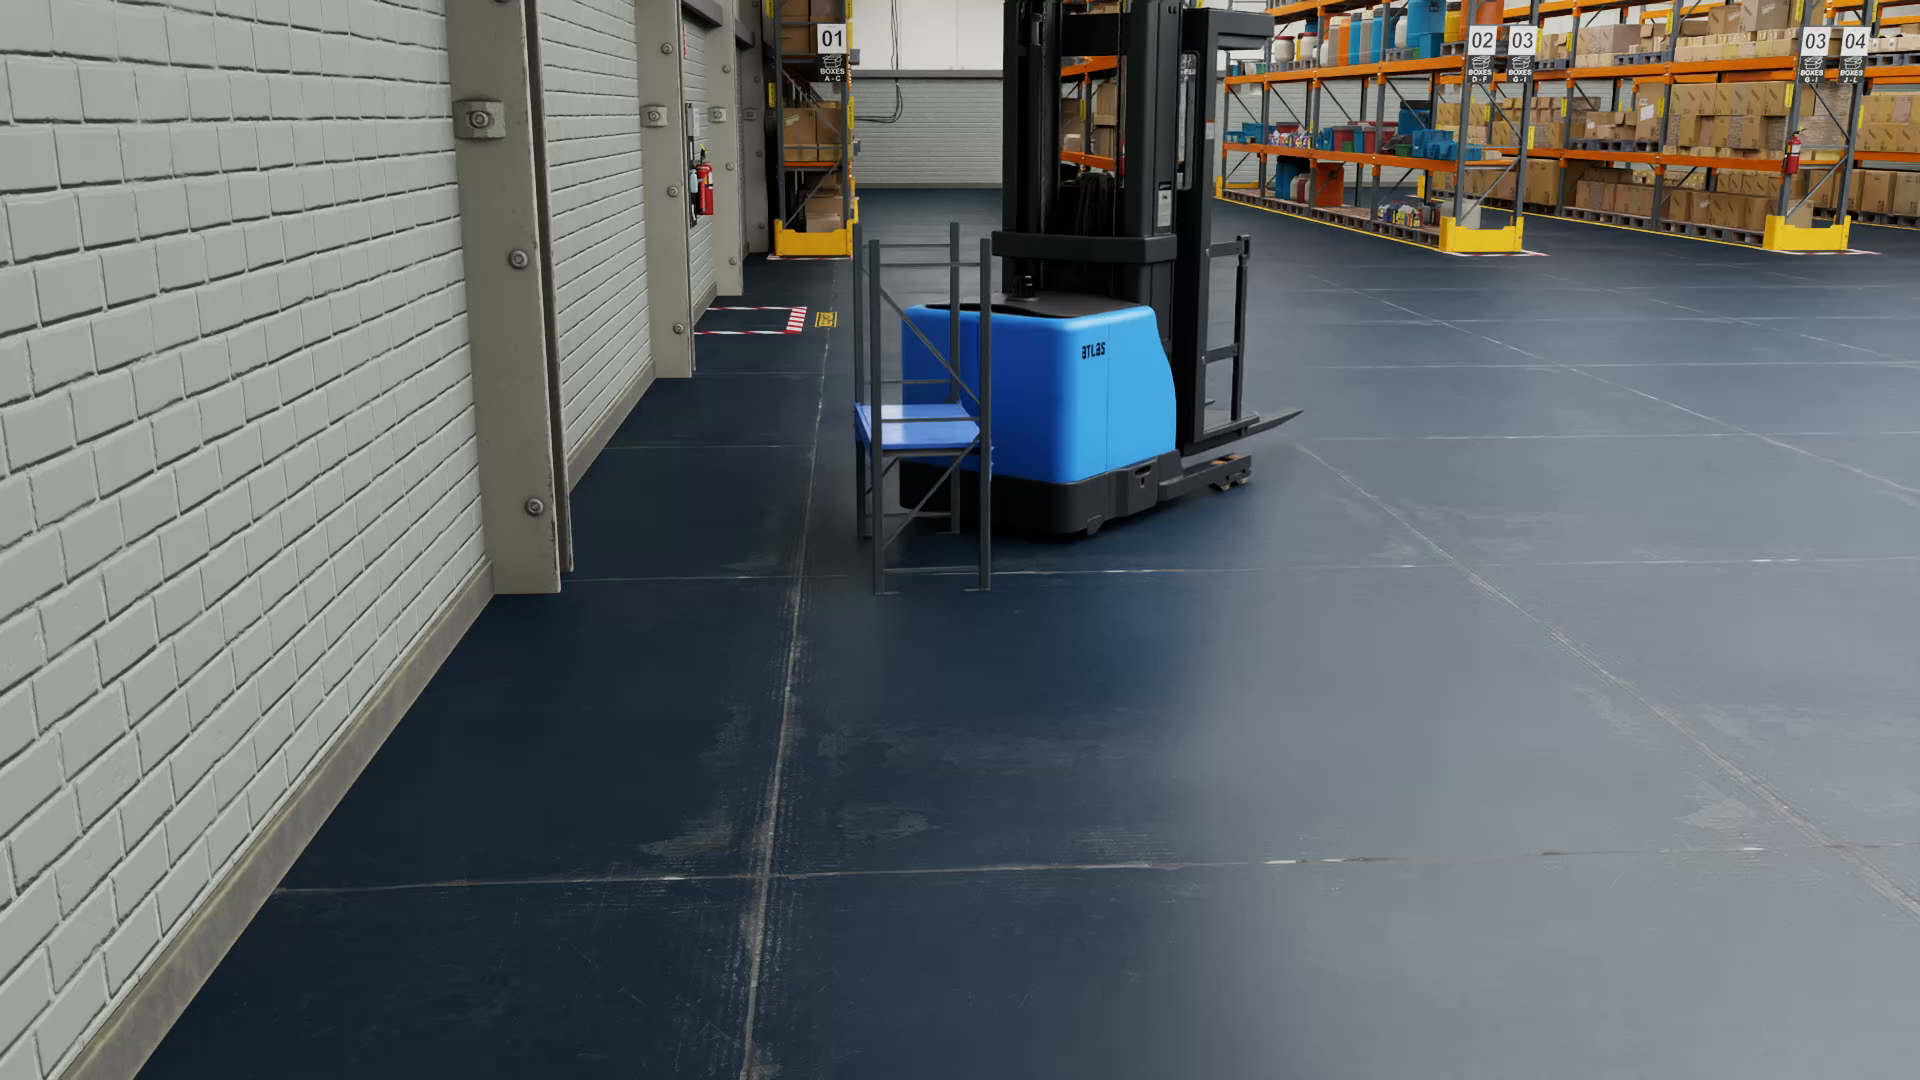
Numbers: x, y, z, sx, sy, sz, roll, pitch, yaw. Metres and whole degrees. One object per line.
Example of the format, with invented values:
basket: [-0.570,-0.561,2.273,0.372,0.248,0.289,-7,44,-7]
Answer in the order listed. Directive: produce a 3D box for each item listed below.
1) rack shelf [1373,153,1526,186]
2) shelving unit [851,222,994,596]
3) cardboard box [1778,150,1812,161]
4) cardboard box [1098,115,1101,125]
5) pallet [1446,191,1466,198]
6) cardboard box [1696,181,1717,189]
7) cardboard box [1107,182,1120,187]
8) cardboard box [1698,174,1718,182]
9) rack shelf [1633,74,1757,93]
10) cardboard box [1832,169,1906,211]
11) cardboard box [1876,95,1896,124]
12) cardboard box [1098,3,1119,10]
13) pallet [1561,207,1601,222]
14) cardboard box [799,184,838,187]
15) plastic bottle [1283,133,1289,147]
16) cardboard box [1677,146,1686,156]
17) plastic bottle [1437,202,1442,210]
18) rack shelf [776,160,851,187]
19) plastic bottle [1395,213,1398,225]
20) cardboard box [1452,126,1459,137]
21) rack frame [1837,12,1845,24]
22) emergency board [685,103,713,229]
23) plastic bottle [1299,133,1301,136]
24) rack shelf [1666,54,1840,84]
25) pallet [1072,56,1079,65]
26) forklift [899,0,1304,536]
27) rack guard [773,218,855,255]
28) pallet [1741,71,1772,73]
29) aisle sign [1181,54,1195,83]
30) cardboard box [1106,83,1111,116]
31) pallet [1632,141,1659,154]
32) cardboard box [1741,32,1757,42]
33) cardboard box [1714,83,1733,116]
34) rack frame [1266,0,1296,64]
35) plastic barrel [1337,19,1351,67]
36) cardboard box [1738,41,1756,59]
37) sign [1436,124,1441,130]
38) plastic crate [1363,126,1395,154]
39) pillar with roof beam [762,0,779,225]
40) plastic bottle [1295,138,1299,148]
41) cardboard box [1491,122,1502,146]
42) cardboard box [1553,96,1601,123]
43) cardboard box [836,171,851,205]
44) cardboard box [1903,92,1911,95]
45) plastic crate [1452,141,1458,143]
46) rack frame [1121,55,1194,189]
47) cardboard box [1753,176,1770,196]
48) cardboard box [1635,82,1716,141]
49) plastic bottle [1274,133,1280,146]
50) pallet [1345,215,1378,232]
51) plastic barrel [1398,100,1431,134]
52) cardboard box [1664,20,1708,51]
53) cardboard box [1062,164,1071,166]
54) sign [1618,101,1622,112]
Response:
rack shelf: [7.665,-5.890,26.343,1.077,0.370,4.000,-1,14,-3]
shelving unit: [-0.186,-0.624,7.441,0.538,1.500,1.048,-2,15,-7]
cardboard box: [12.509,-5.764,24.912,0.380,0.149,0.250,-1,14,-3]
cardboard box: [2.454,-6.827,27.036,0.380,0.149,0.250,-1,14,-5]
pallet: [11.941,-7.946,38.486,1.003,0.211,1.213,-1,14,-3]
cardboard box: [16.609,-7.894,36.968,0.380,0.149,0.250,-1,14,-2]
cardboard box: [2.438,-5.278,25.690,0.500,0.500,0.500,-1,14,-3]
cardboard box: [16.664,-8.049,36.974,0.380,0.149,0.250,0,14,-2]
rack shelf: [16.822,-10.455,38.066,1.077,0.370,4.000,-1,14,-3]
cardboard box: [17.199,-6.602,31.339,1.050,0.750,0.750,-1,14,-3]
cardboard box: [17.310,-7.899,30.500,0.700,0.500,0.500,-1,14,-4]
cardboard box: [2.598,-8.761,27.991,0.500,0.500,0.500,-1,14,-3]
pallet: [12.284,-6.262,31.942,1.003,0.211,1.213,-1,14,-3]
cardboard box: [-2.582,-6.272,30.518,0.700,0.500,0.500,-1,14,-4]
plastic bottle: [6.766,-8.257,34.345,0.152,0.276,0.135,-1,14,-3]
cardboard box: [12.244,-6.509,27.807,0.380,0.149,0.250,-1,14,-3]
plastic bottle: [7.901,-5.382,27.359,0.144,0.351,0.185,-1,14,-4]
rack shelf: [-2.223,-5.737,25.749,1.077,0.370,4.000,-1,14,-3]
plastic bottle: [7.183,-5.269,27.218,0.097,0.201,0.097,0,14,0]
cardboard box: [11.606,-9.361,38.092,0.500,0.250,0.500,-1,14,-5]
rack frame: [21.632,-12.855,39.930,1.000,3.000,0.127,-1,14,-3]
emergency board: [-2.519,-3.642,16.160,0.194,1.169,0.643,-1,14,-3]
plastic bottle: [6.904,-8.101,33.725,0.061,0.283,0.133,-1,14,-3]
rack shelf: [12.609,-7.419,26.267,1.077,0.370,4.000,-1,14,-3]
pallet: [2.553,-8.571,29.678,1.003,0.211,1.213,0,14,-1]
forklift: [0.965,-1.752,8.954,1.130,2.935,3.031,10,18,35]
rack guard: [-2.104,-4.397,24.111,1.175,0.500,0.348,-1,14,-3]
pallet: [16.945,-9.802,34.461,1.213,0.211,1.003,-1,14,-3]
aisle sign: [3.155,-6.913,23.658,0.394,0.787,0.004,-1,14,-3]
cardboard box: [2.694,-6.977,26.318,0.700,0.500,0.500,-1,14,-3]
pallet: [12.583,-6.912,29.255,1.003,0.211,1.213,-1,14,-3]
cardboard box: [12.331,-7.779,25.720,0.380,0.149,0.250,-2,15,-6]
cardboard box: [12.364,-7.000,26.410,0.500,0.500,0.500,-1,14,-3]
rack frame: [7.046,-11.631,35.172,1.000,3.000,0.127,-1,14,-3]
plastic barrel: [7.168,-9.021,30.187,0.600,0.830,0.708,-1,14,-3]
cardboard box: [12.392,-7.565,25.691,0.500,0.250,0.500,-1,14,-2]
sign: [8.091,-6.876,28.175,0.100,0.325,0.005,-1,14,-3]
plastic crate: [7.206,-6.883,28.628,0.402,0.464,0.583,-1,14,-3]
pillar with roof beam: [0.919,-10.213,29.661,9.100,9.000,0.400,-1,14,-3]
plastic bottle: [6.797,-7.984,33.438,0.097,0.201,0.097,0,14,0]
cardboard box: [11.768,-8.732,35.745,0.500,0.500,0.500,-1,14,-3]
cardboard box: [12.208,-8.524,32.920,0.797,0.503,0.637,0,14,-2]
cardboard box: [-2.509,-6.925,32.393,0.750,0.750,0.750,-1,14,-4]
cardboard box: [21.596,-10.066,37.619,0.380,0.149,0.250,-1,14,-4]
plastic crate: [7.881,-6.393,27.152,0.499,0.251,0.616,-1,14,-3]
rack frame: [2.845,-5.666,24.027,1.000,3.000,0.127,-1,14,-3]
cardboard box: [16.815,-7.272,34.442,0.500,0.500,0.500,-2,15,-6]
cardboard box: [12.575,-7.506,29.133,1.000,1.000,1.000,-1,14,-3]
plastic bottle: [6.717,-8.454,35.111,0.152,0.276,0.135,-1,14,-3]
pallet: [7.454,-5.580,29.291,1.003,0.211,1.213,-1,14,-3]
plastic barrel: [7.820,-7.080,28.516,0.600,0.901,0.708,-1,14,-3]
cardboard box: [12.554,-8.637,28.505,0.797,0.503,0.637,-2,15,-6]
cardboard box: [1.982,-7.518,33.855,0.500,0.250,0.500,-1,14,-4]
sign: [12.778,-8.340,32.258,0.100,0.325,0.005,-1,14,-3]
